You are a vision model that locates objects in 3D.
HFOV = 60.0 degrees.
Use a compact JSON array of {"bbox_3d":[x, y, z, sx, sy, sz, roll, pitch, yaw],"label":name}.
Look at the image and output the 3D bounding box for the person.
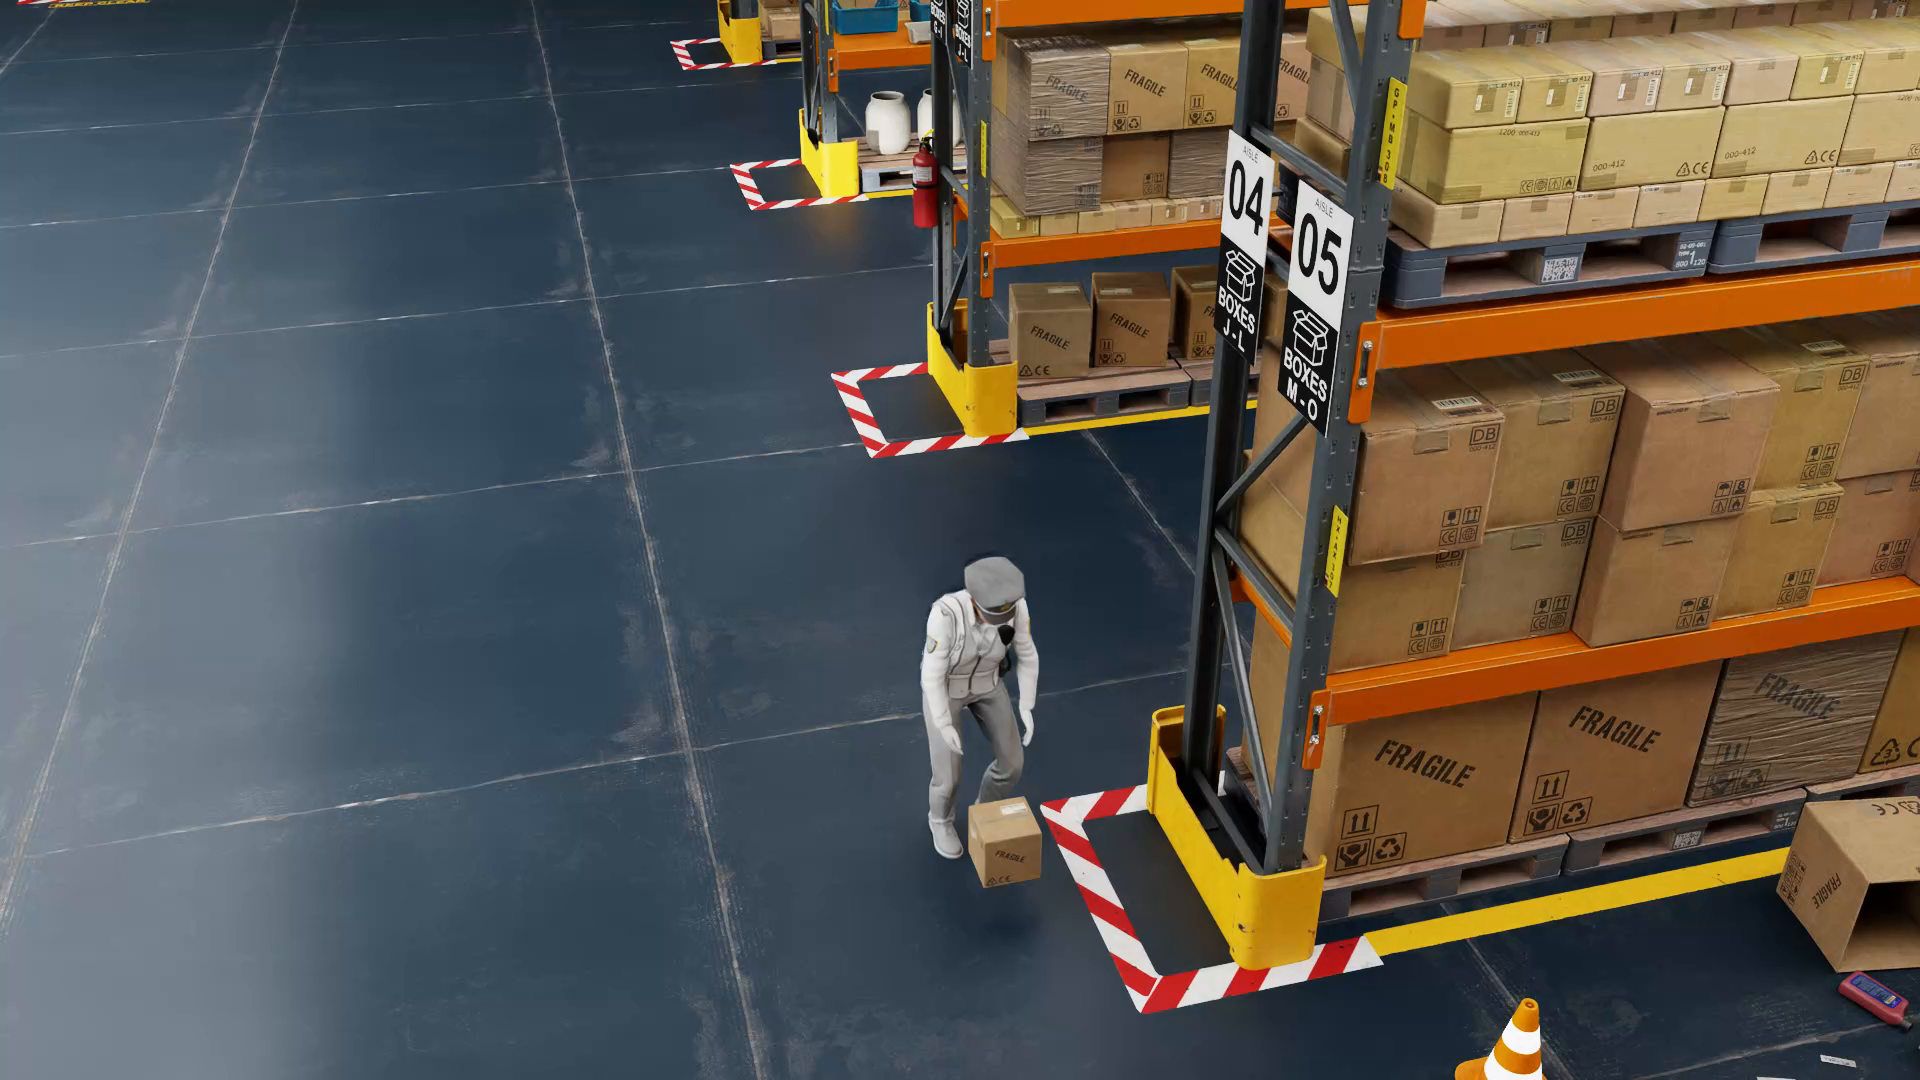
[{"bbox_3d":[0.099,0.835,7.236,0.530,1.240,0.771,-10,32,-16],"label":"person"}]
